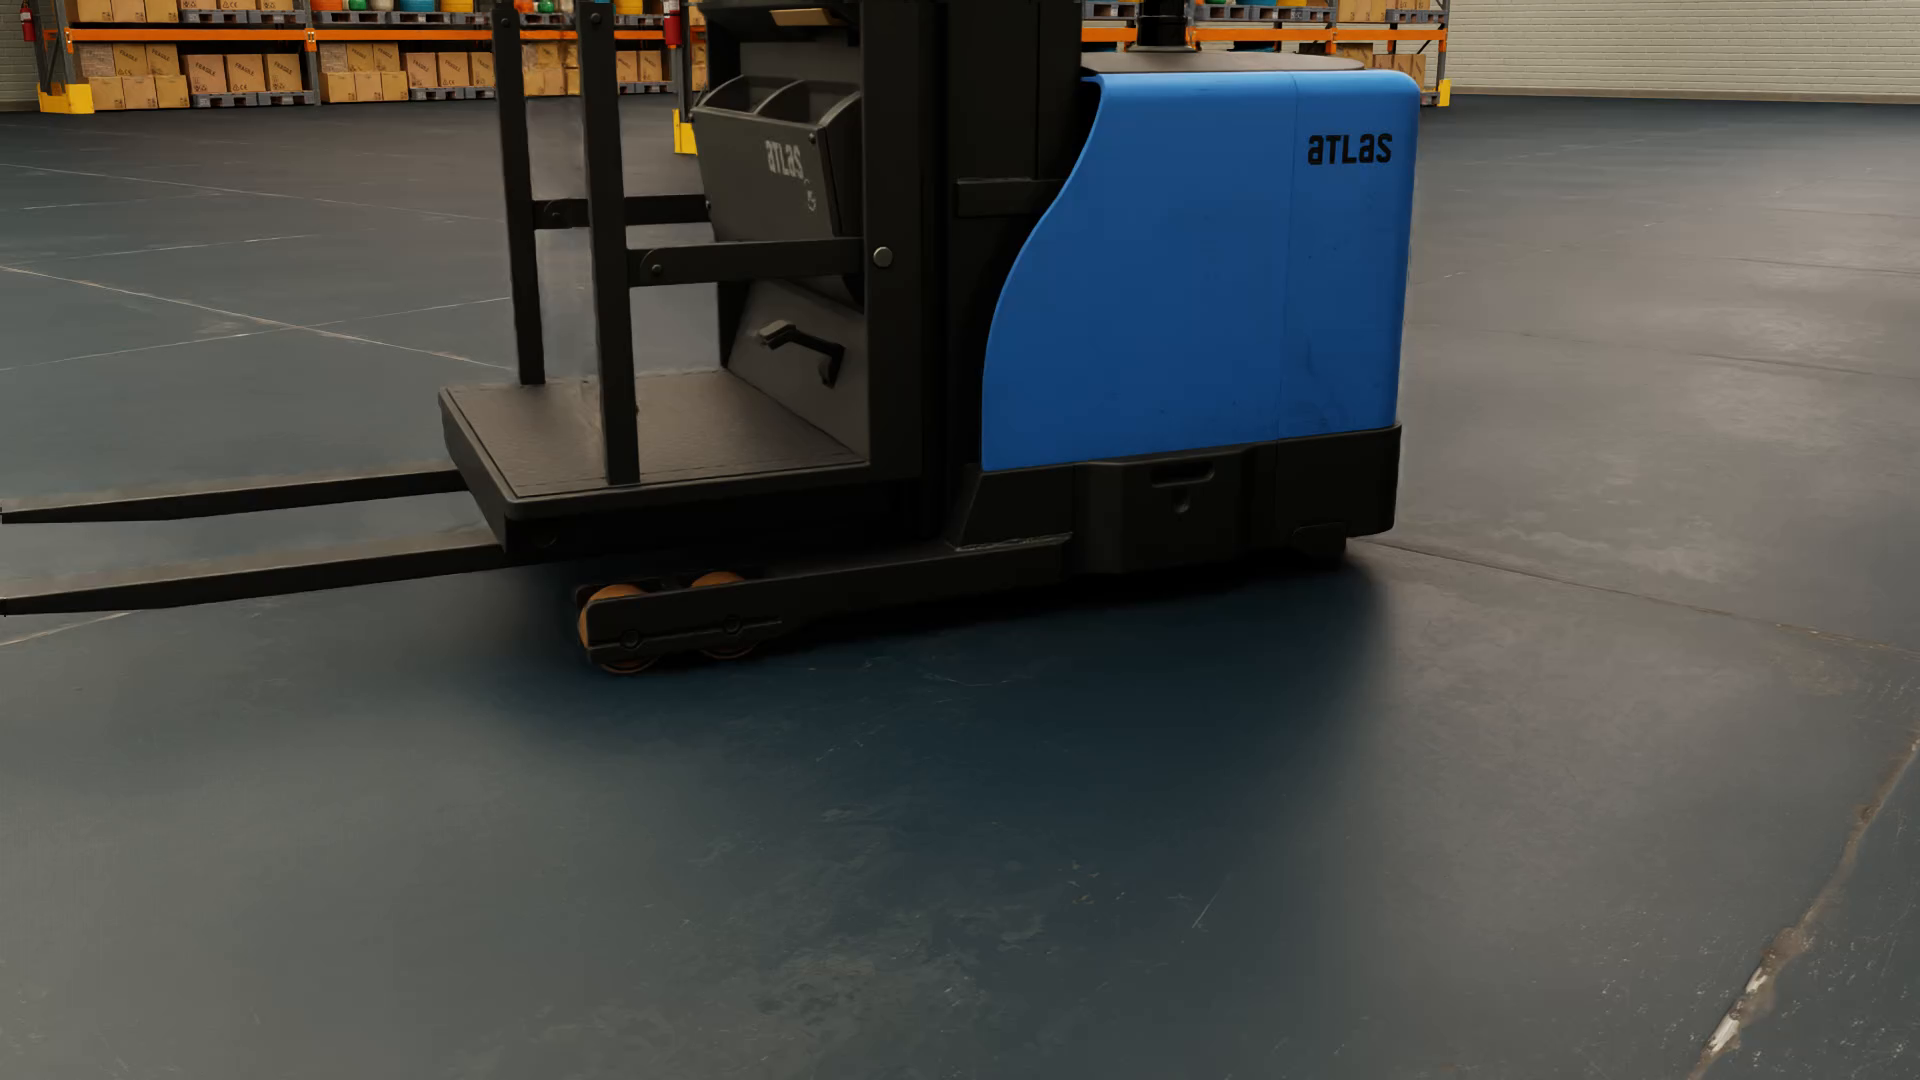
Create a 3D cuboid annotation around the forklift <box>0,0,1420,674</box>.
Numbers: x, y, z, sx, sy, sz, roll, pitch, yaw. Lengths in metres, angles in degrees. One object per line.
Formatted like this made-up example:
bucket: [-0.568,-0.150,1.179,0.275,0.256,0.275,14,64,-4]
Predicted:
forklift: [-0.570,-1.325,3.261,3.031,2.935,1.130,-7,18,-22]
